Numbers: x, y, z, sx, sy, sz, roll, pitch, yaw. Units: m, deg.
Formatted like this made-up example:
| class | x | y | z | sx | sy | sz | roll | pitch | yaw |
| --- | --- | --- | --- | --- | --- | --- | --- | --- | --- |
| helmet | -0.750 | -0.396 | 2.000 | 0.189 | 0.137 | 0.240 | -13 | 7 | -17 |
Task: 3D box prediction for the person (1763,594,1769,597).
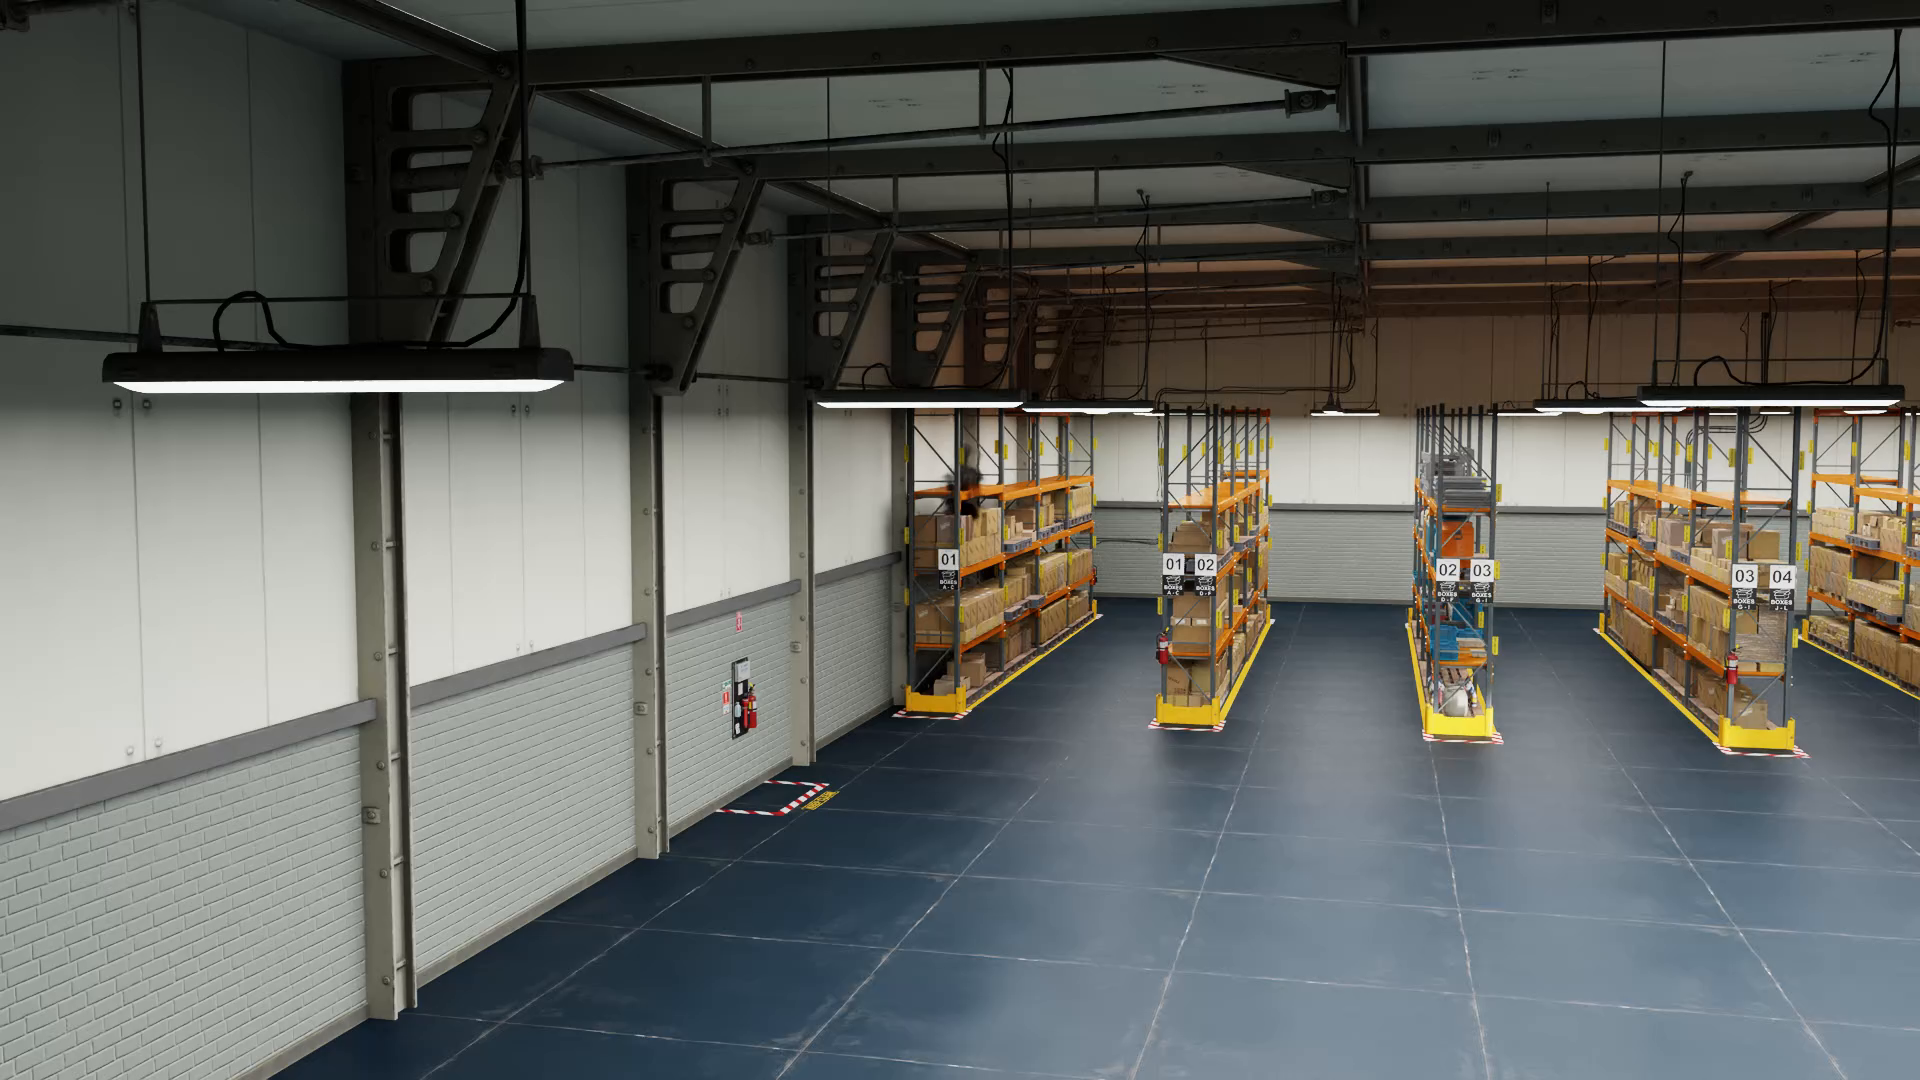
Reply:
| class | x | y | z | sx | sy | sz | roll | pitch | yaw |
| --- | --- | --- | --- | --- | --- | --- | --- | --- | --- |
| person | 20.715 | 1.727 | 43.423 | 0.535 | 1.690 | 0.746 | -3 | 5 | -39 |
